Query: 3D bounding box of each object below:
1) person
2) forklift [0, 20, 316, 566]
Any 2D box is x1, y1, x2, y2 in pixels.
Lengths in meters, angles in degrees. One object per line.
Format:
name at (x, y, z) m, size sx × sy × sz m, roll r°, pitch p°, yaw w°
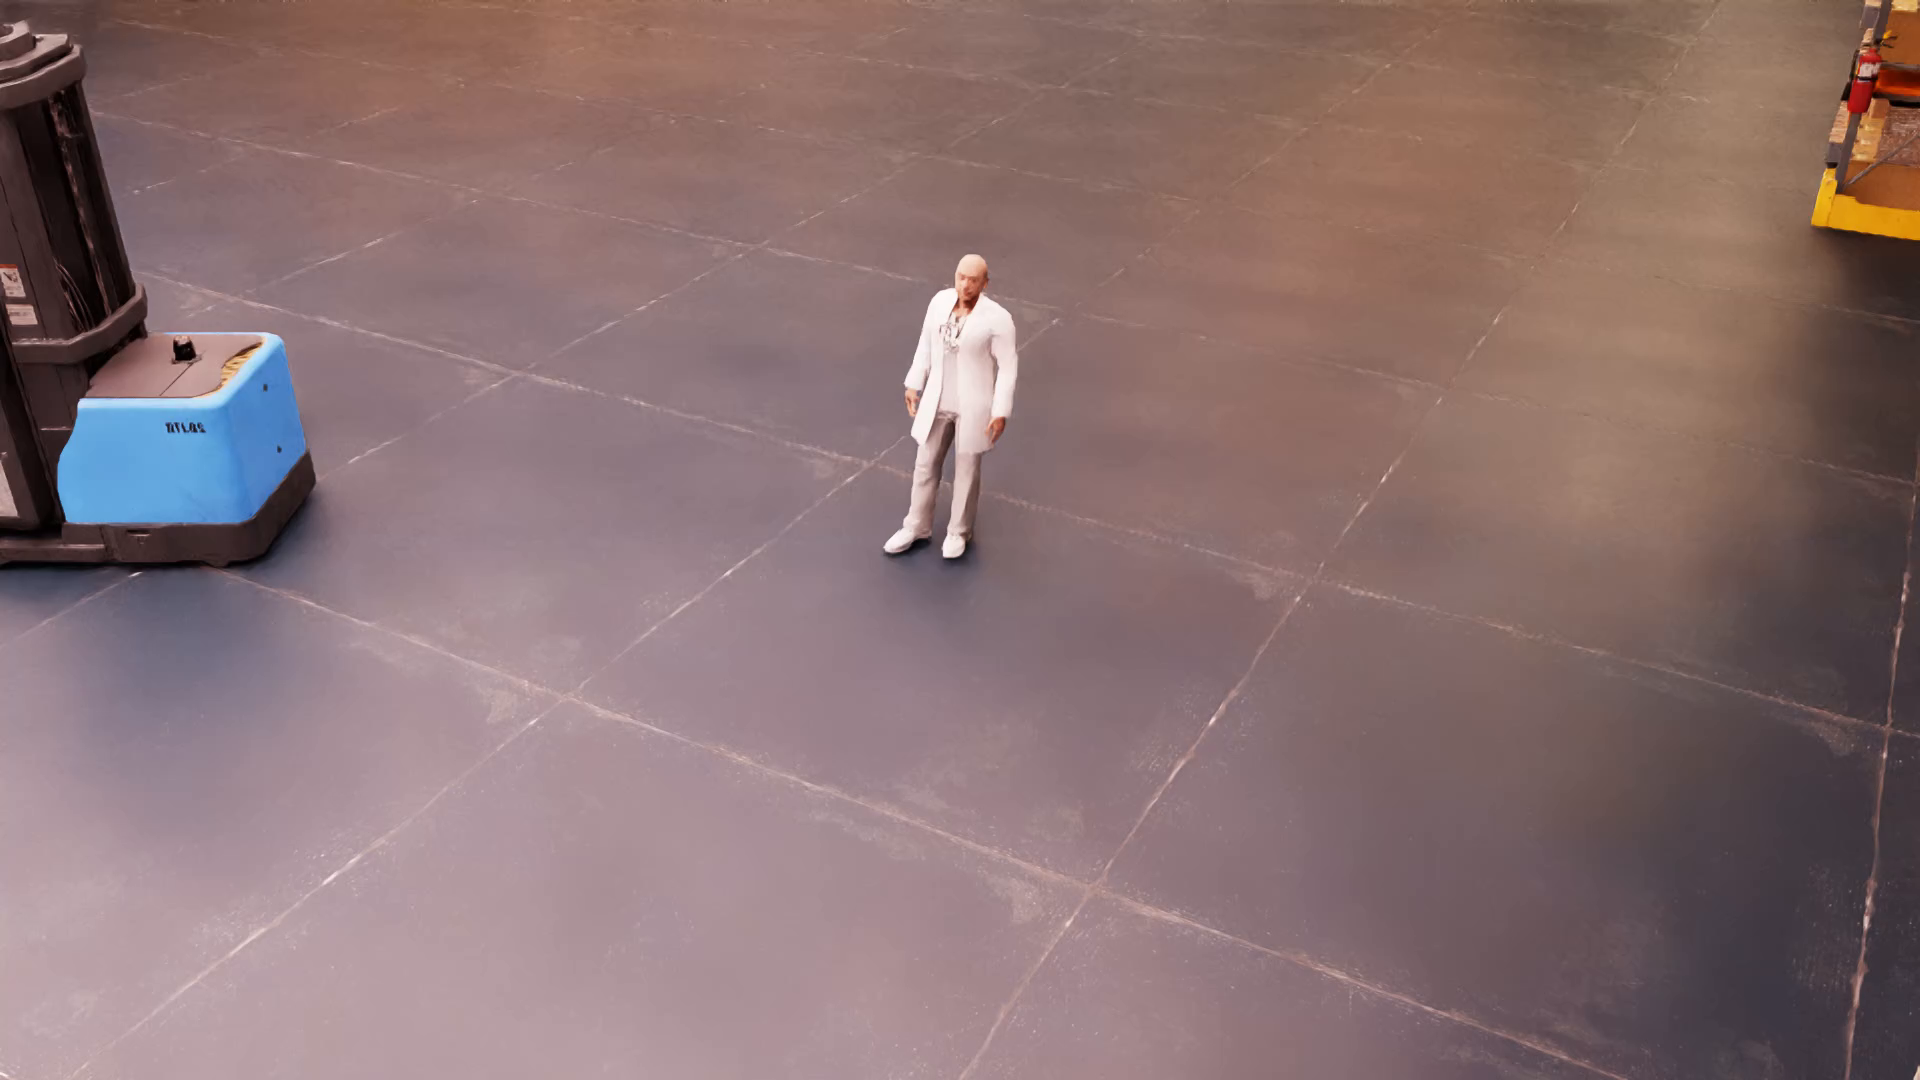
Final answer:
person at (-0.048, -0.738, 9.488) m, size 0.694 × 1.776 × 0.579 m, roll 15°, pitch 33°, yaw 25°
forklift at (-5.580, -1.364, 9.434) m, size 3.031 × 2.935 × 1.130 m, roll 0°, pitch 30°, yaw 1°
